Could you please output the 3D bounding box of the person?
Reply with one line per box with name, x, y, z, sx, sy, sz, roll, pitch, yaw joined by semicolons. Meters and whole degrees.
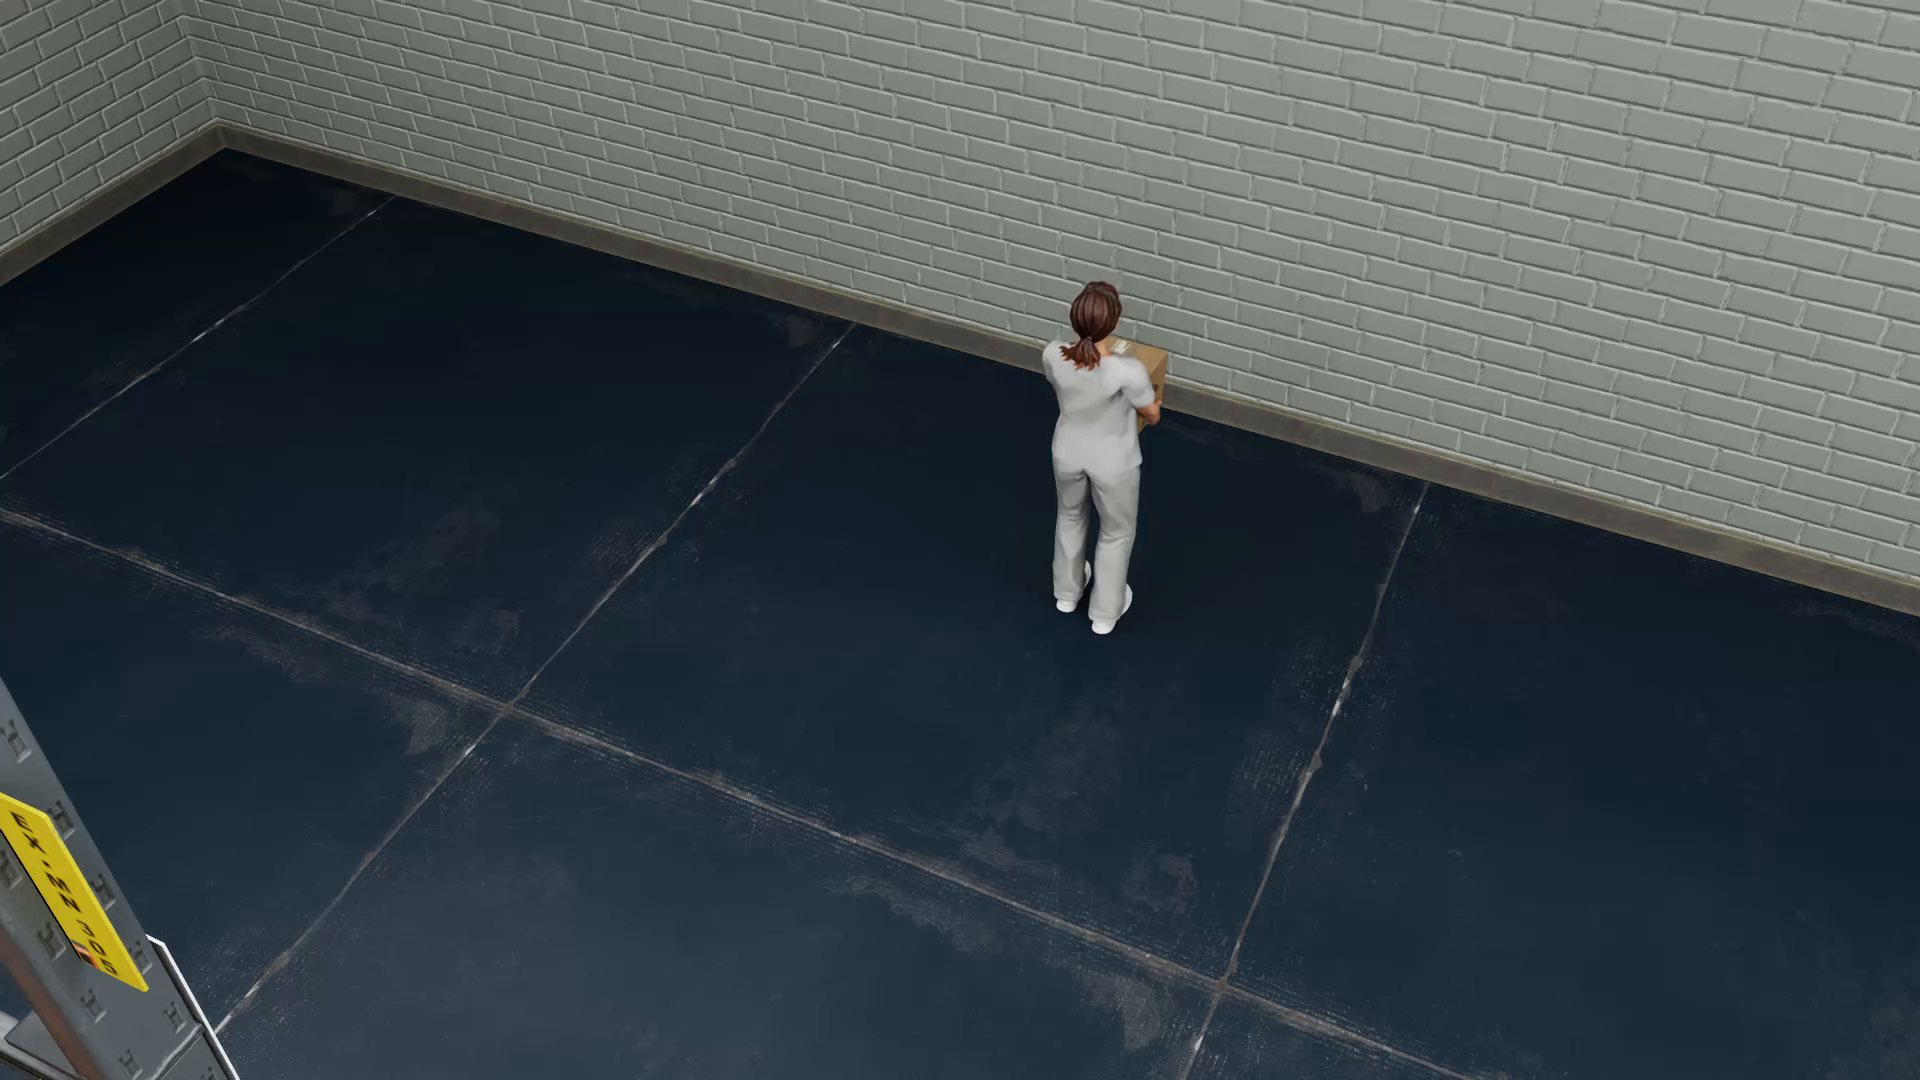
person;0.558;-0.360;6.568;0.436;1.664;0.558;18;45;19
